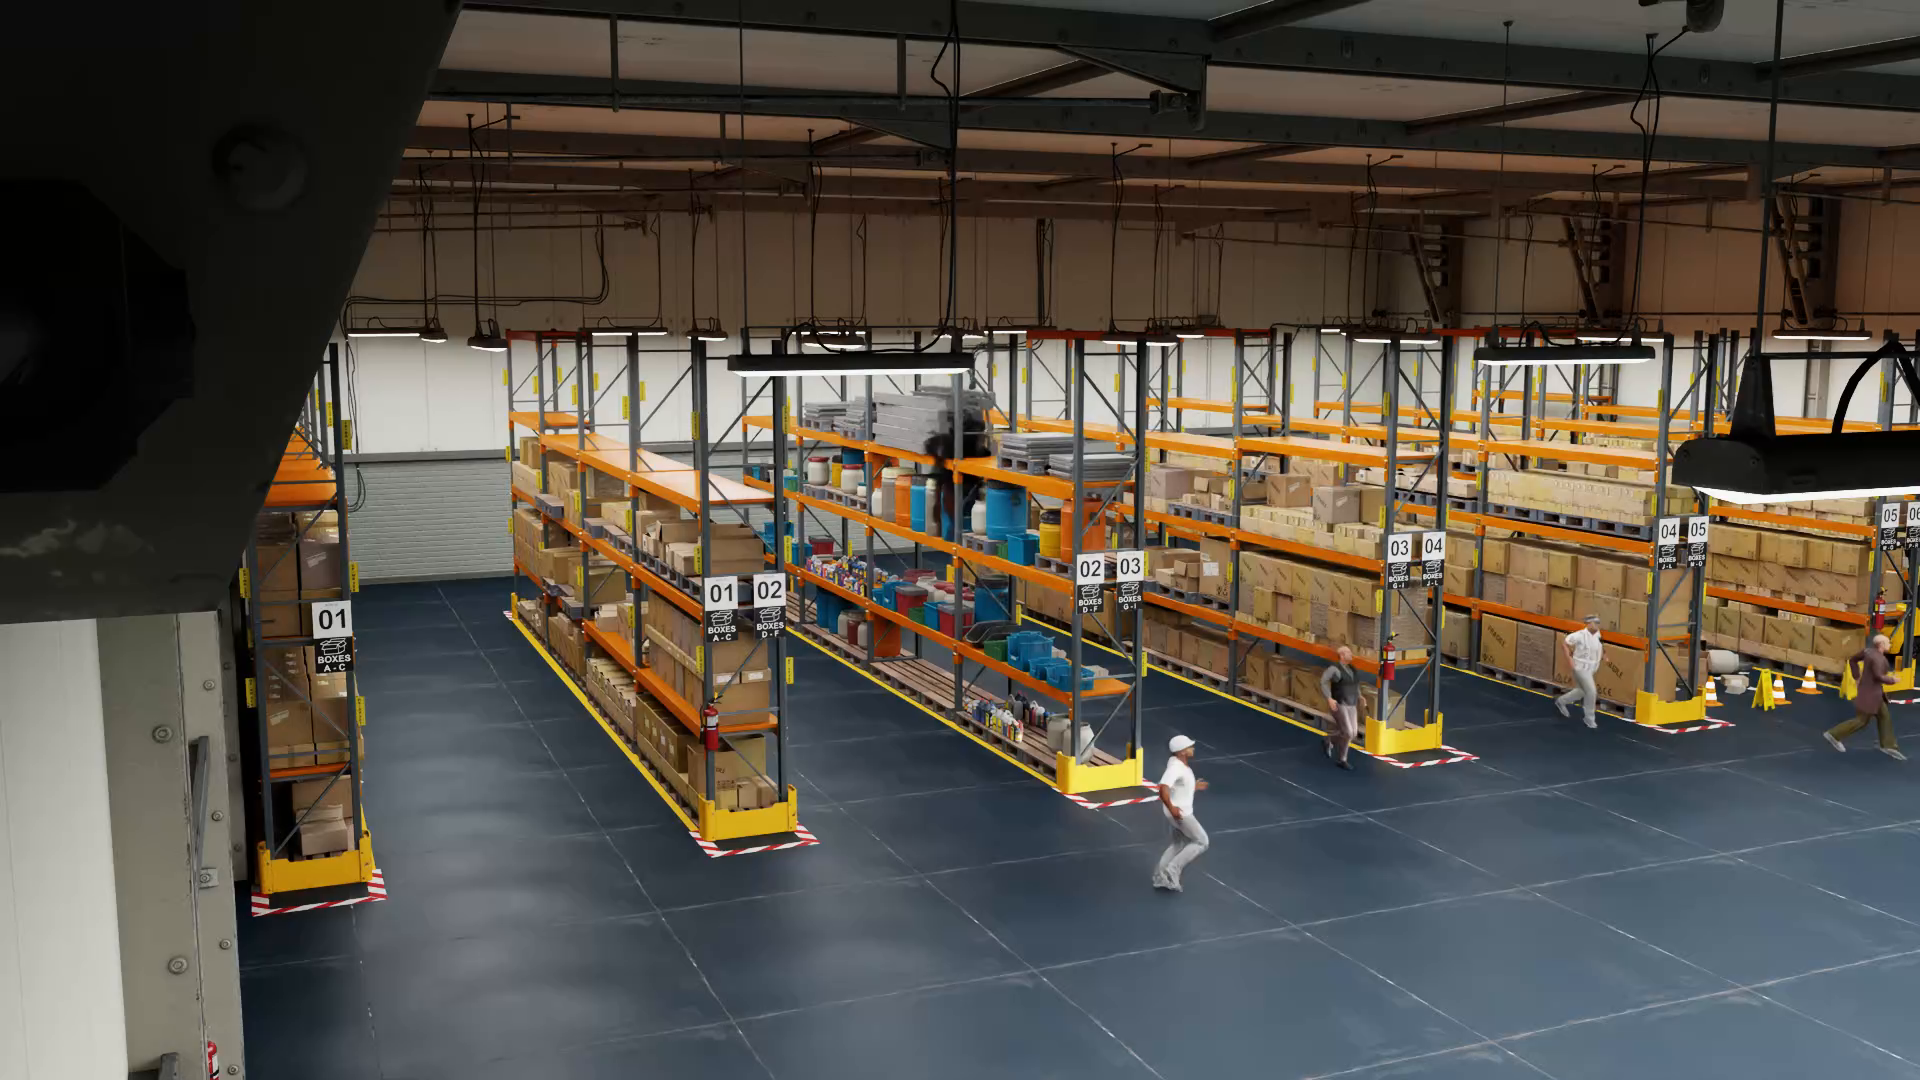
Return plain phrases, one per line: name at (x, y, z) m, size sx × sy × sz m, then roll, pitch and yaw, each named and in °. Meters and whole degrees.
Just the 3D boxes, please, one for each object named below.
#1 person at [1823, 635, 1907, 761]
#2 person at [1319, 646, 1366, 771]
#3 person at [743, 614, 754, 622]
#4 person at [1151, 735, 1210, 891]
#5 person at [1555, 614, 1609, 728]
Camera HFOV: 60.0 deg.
person at (12.968, 2.233, 23.737) m, size 1.096 × 1.800 × 0.739 m, roll 2°, pitch 8°, yaw 16°
person at (5.396, 2.343, 23.390) m, size 0.708 × 1.686 × 0.641 m, roll -6°, pitch 10°, yaw -36°
person at (-3.953, 1.369, 30.598) m, size 0.619 × 1.619 × 0.870 m, roll -5°, pitch 9°, yaw -30°
person at (2.435, 2.993, 18.281) m, size 0.642 × 1.722 × 0.694 m, roll 0°, pitch 8°, yaw 2°
person at (9.593, 2.017, 25.729) m, size 0.673 × 1.848 × 0.864 m, roll -6°, pitch 10°, yaw -37°
